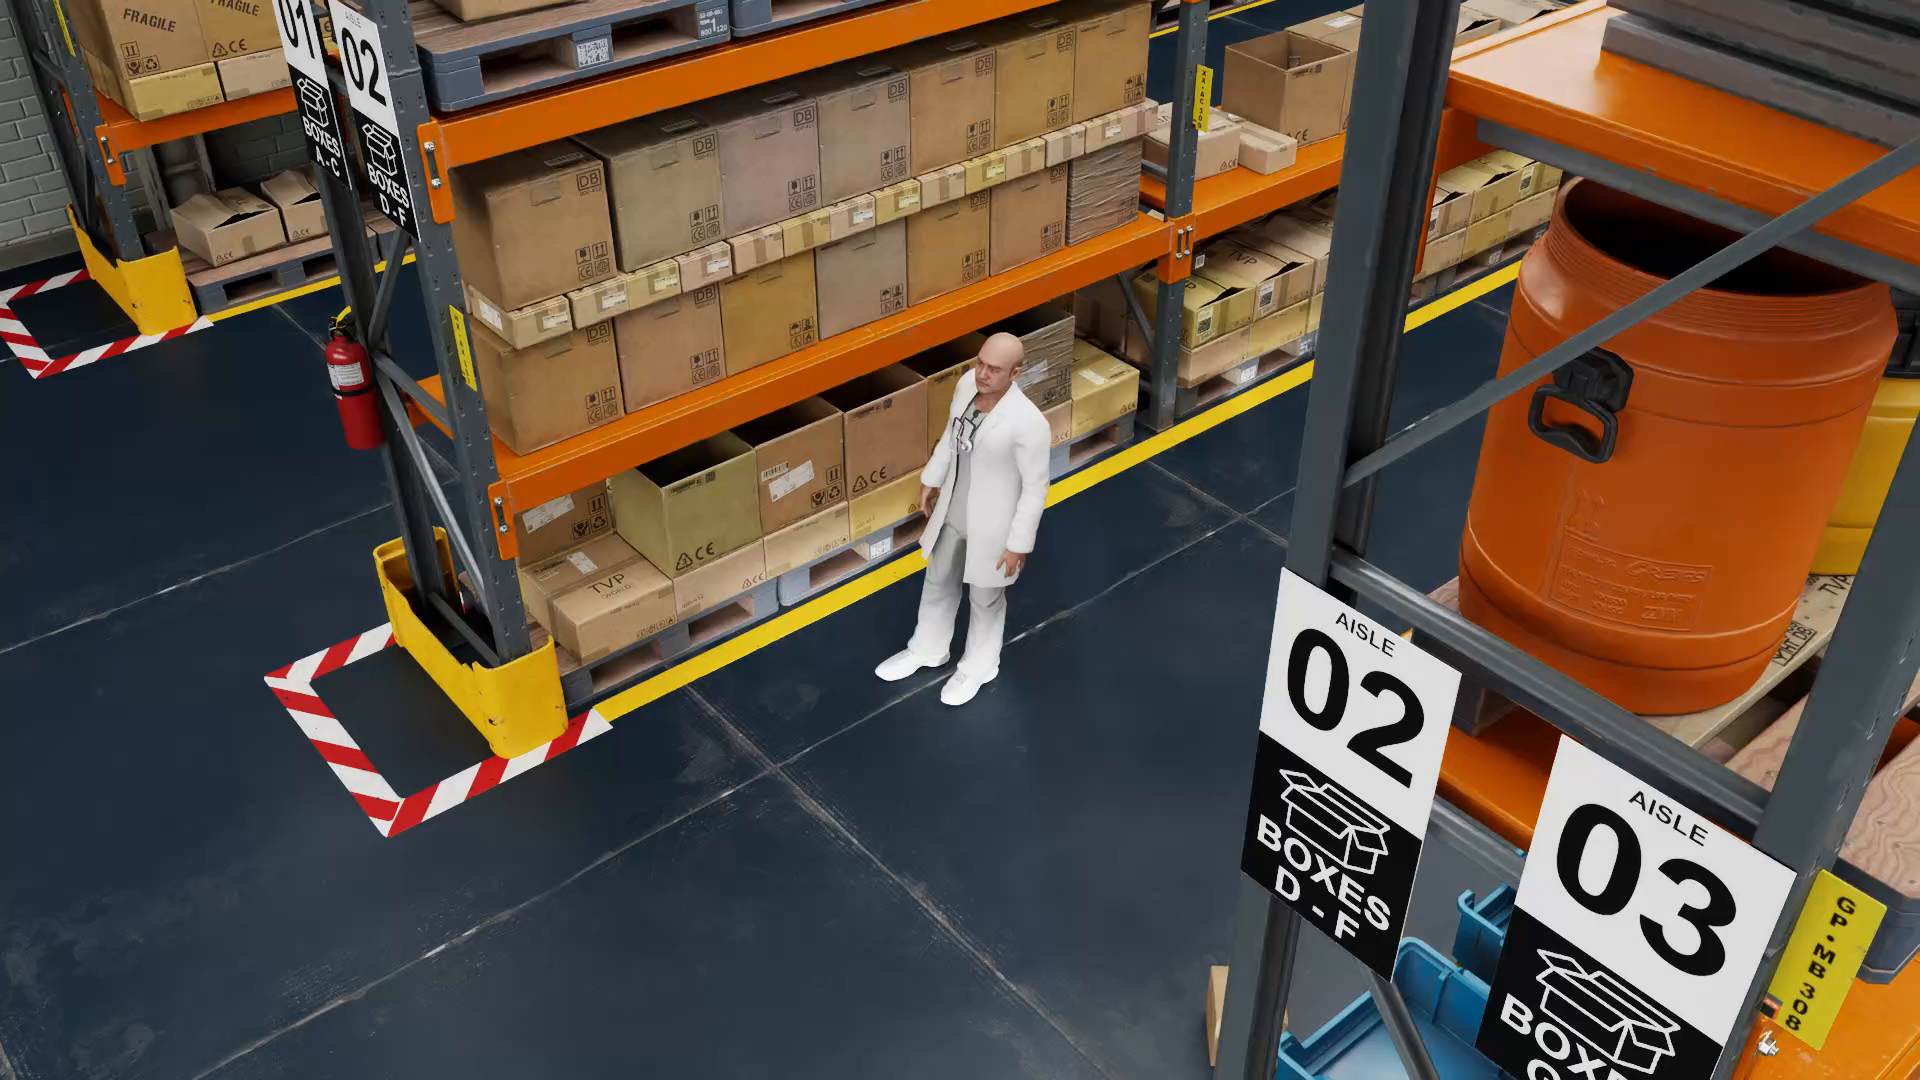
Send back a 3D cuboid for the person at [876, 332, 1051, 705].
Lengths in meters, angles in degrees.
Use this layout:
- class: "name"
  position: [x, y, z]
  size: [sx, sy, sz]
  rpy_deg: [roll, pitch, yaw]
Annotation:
- class: "person"
  position: [0.016, -0.057, 7.158]
  size: [0.578, 1.779, 0.697]
  rpy_deg: [-26, 43, -32]
